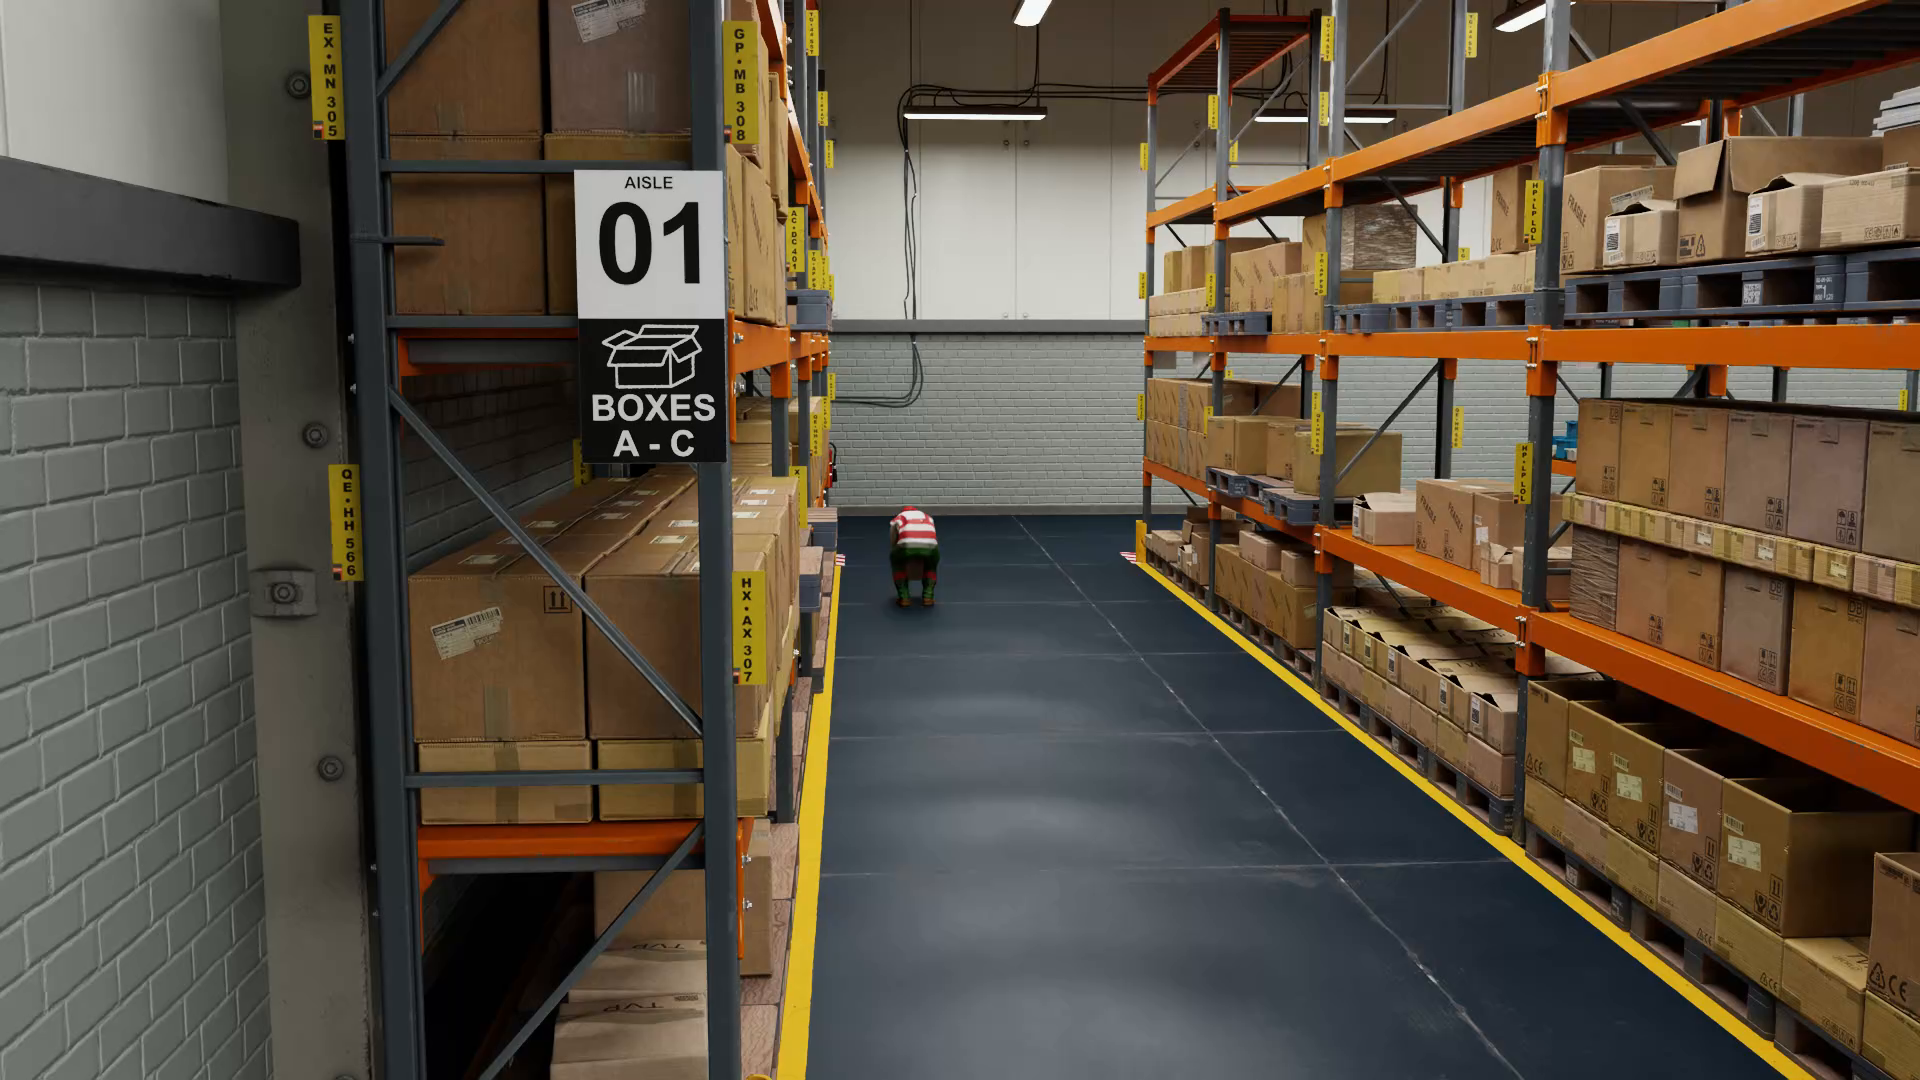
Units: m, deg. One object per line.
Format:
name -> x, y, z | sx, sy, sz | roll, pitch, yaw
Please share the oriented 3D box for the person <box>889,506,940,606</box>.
person -> -0.486, 0.169, 17.619 | 0.535, 0.987, 0.950 | -1, 7, -6
